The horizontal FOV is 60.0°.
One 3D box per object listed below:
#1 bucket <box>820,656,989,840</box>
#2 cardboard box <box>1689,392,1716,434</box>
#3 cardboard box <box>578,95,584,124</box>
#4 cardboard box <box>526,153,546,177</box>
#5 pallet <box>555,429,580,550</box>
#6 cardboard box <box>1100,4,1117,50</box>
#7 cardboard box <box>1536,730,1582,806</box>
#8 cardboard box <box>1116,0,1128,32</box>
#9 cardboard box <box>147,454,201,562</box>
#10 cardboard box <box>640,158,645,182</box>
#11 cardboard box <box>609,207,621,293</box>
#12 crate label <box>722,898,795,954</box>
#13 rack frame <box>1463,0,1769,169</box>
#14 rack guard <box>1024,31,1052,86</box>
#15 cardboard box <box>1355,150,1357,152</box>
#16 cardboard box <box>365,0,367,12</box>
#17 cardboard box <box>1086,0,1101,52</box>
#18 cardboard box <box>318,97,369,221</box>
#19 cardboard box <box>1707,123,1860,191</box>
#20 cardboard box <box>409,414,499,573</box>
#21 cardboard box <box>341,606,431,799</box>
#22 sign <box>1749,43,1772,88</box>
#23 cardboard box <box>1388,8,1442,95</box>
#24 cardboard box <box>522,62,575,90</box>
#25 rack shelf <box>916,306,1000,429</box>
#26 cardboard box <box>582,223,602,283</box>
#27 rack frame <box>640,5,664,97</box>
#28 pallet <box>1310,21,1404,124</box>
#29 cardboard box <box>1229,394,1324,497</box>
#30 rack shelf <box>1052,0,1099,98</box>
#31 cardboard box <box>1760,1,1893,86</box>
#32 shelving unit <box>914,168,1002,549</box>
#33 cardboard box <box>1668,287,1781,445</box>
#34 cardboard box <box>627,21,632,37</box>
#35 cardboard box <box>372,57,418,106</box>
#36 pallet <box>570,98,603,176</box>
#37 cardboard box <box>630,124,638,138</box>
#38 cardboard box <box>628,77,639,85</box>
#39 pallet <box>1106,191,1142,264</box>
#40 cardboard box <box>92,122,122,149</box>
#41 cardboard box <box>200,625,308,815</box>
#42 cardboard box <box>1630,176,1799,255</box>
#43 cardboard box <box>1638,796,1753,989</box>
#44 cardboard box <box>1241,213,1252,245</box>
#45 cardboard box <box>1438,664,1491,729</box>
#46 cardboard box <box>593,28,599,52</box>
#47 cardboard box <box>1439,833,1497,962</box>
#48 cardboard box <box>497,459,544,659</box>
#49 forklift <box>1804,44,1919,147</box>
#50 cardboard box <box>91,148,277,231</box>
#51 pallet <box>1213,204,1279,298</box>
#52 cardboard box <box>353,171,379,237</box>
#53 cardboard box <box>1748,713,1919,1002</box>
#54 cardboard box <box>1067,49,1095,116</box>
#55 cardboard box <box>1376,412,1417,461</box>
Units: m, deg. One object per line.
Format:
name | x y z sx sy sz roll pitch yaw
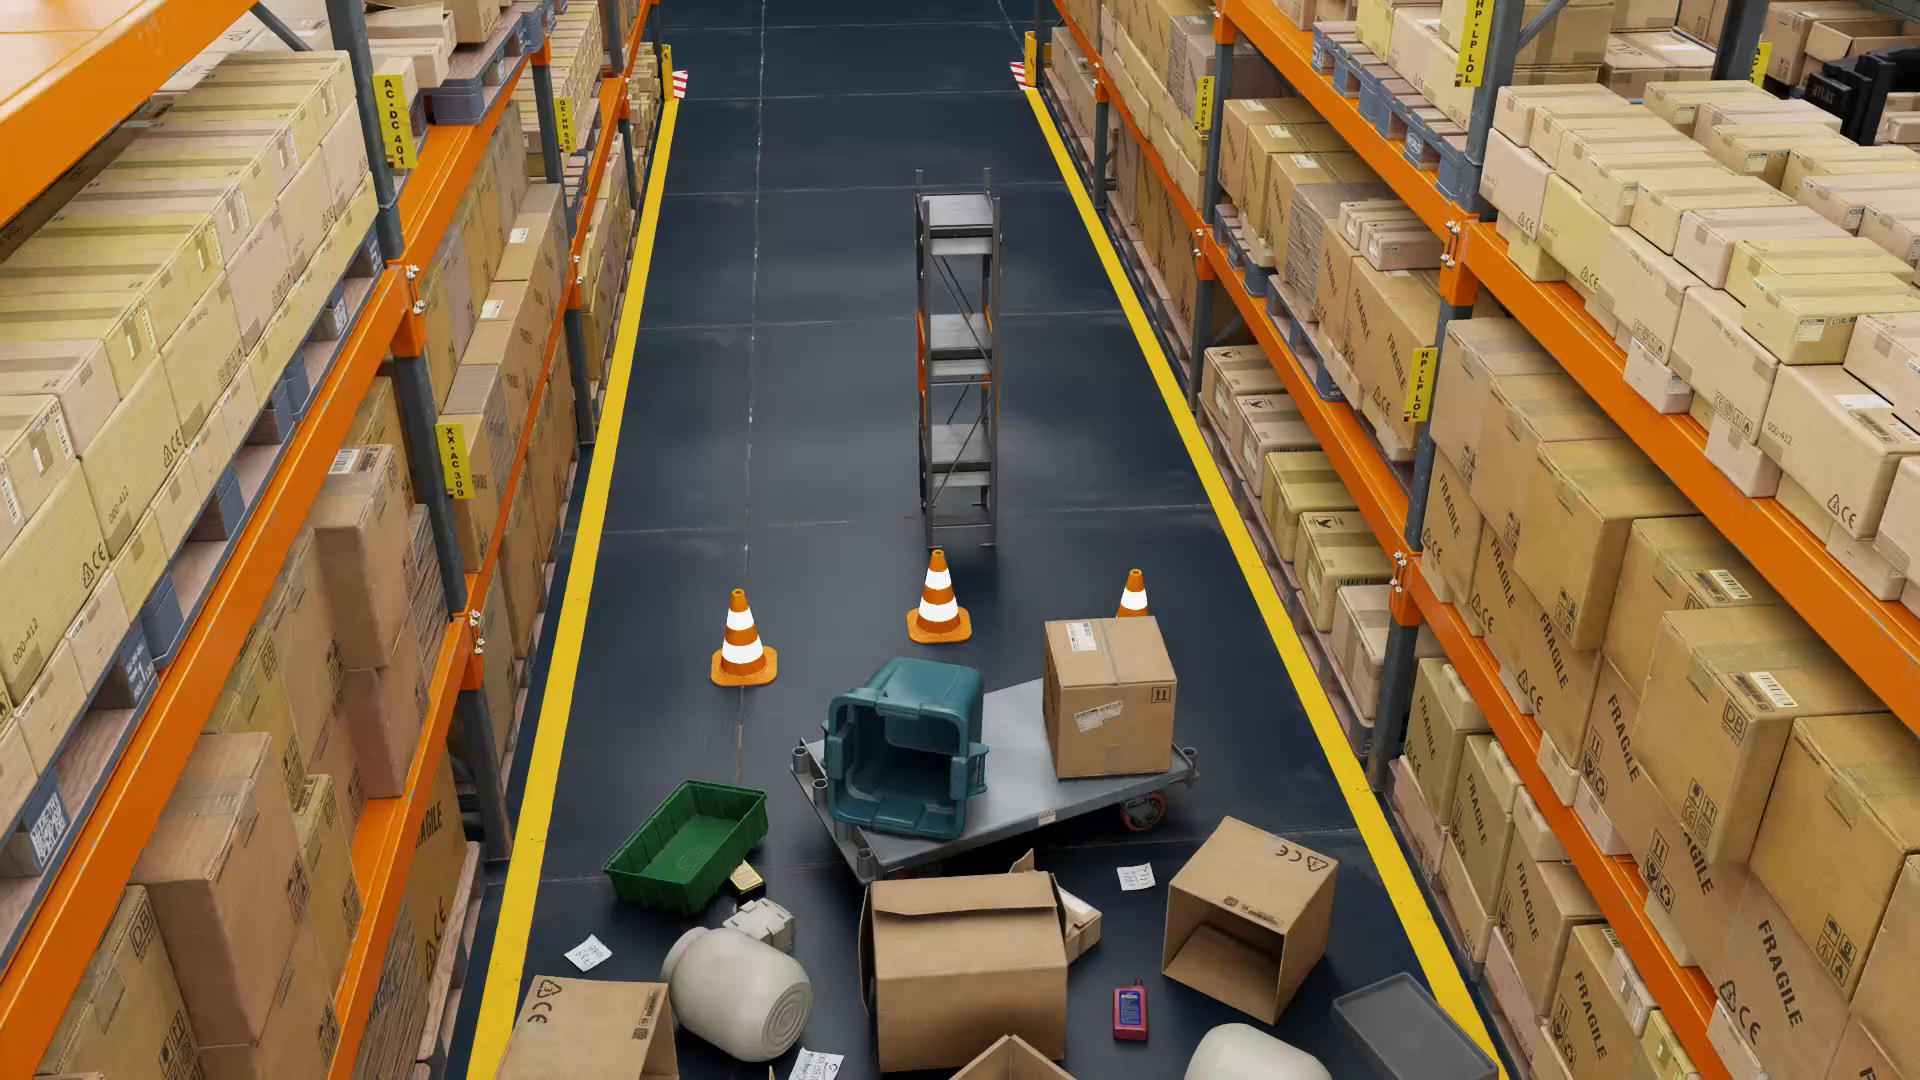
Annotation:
bucket | -0.191 0.842 7.126 0.726 0.611 0.620 8 22 13
cardboard box | 2.348 -0.379 4.779 0.380 0.149 0.250 -3 31 -4
cardboard box | -2.862 -3.032 11.737 0.380 0.149 0.250 -4 31 -6
cardboard box | -2.718 -2.368 10.336 0.380 0.149 0.250 -1 31 -2
pallet | -2.874 -0.309 10.061 1.003 0.211 1.213 -3 31 -5
cardboard box | 1.433 -4.155 13.440 0.500 0.250 0.500 -4 31 -6
cardboard box | 2.240 0.779 5.766 0.380 0.149 0.250 -3 31 -4
cardboard box | 1.503 -4.218 12.815 0.500 0.500 0.500 -3 31 -5
cardboard box | -1.956 -0.065 3.748 0.380 0.149 0.250 -3 31 -5
cardboard box | -2.985 -3.248 14.633 0.380 0.149 0.250 -2 31 -3
cardboard box | -2.835 -2.172 12.489 0.500 0.500 0.500 -3 31 -6
crate label | -0.841 1.624 6.898 0.250 0.136 0.298 27 40 37
rack frame | 2.420 -2.734 5.552 1.000 3.000 0.127 -3 31 -5
rack guard | 1.297 -5.224 18.009 1.175 0.500 0.348 -3 31 -5
cardboard box | 2.425 -2.069 9.493 0.500 0.500 0.500 -3 31 -5
cardboard box | -2.929 -2.487 7.643 0.500 0.311 0.500 -3 31 -5
cardboard box | 1.375 -4.510 14.279 0.500 0.500 0.500 -2 31 -4
cardboard box | -2.197 -1.205 5.267 0.500 0.250 0.500 -3 31 -5
cardboard box | 2.703 -1.263 5.482 0.380 0.149 0.250 -2 31 -3
cardboard box | -2.280 -0.194 7.053 0.500 0.500 0.500 -2 31 -4
cardboard box | -2.379 0.533 5.786 0.875 0.550 0.550 -3 31 -5
sign | 2.960 -1.698 6.239 0.100 0.325 0.005 -3 31 -5
cardboard box | 2.179 -2.112 7.173 0.500 0.250 0.500 -2 31 -4
cardboard box | -2.847 -3.156 11.364 0.380 0.149 0.250 -2 31 -3
rack shelf | -0.015 -0.974 9.361 0.431 0.518 0.480 -3 31 -5
cardboard box | -2.743 -1.964 11.410 0.500 0.250 0.500 -3 31 -5
rack frame | -3.620 -5.996 16.864 1.000 3.000 0.127 -3 31 -5
pallet | 2.368 -2.215 7.792 1.213 0.211 1.003 -3 31 -5
cardboard box | 2.166 -0.588 9.962 0.950 0.372 0.625 -3 31 -6
rack shelf | 1.486 -4.955 15.823 1.077 0.370 4.000 -3 31 -5
cardboard box | 6.558 -3.783 12.652 0.700 0.500 0.500 -3 31 -5
shelving unit | -0.015 -0.986 9.354 0.431 2.100 0.503 -3 31 -5
cardboard box | 2.329 -0.495 4.585 0.500 0.250 0.500 -2 31 -4
cardboard box | -3.100 -4.540 14.670 0.380 0.149 0.250 -2 31 -4
cardboard box | -2.349 -1.814 6.676 0.250 0.149 0.380 -3 31 -5
pallet | -3.098 -2.838 11.764 1.003 0.211 1.213 -3 31 -5
cardboard box | -3.158 -3.766 15.210 0.380 0.149 0.250 -1 31 -2
cardboard box | -3.245 -4.283 15.787 0.380 0.149 0.250 -4 31 -6
pallet | 1.820 -2.655 13.990 1.003 0.211 1.213 -3 31 -5
cardboard box | -2.778 -1.283 5.008 0.380 0.149 0.250 -3 31 -5
cardboard box | -2.361 0.620 4.588 0.875 0.550 0.500 -3 31 -5
cardboard box | 2.265 -0.978 5.005 0.380 0.149 0.250 -4 31 -6
cardboard box | 2.383 0.938 4.868 0.500 0.500 0.500 -3 31 -5
cardboard box | 1.864 -1.810 9.692 0.380 0.149 0.250 -5 31 -8
cardboard box | 2.158 0.622 6.692 0.380 0.149 0.250 -2 31 -4
cardboard box | -2.987 -3.826 12.776 0.380 0.149 0.250 -3 31 -4
cardboard box | 2.267 1.428 6.707 0.500 0.250 0.500 -1 31 -2
cardboard box | -2.733 0.110 8.425 1.050 0.750 0.750 -3 31 -5
forklift | 4.689 -0.805 8.240 1.130 2.935 3.031 -3 31 -4
cardboard box | -2.052 -0.927 4.412 0.380 0.149 0.250 -3 31 -4
pallet | 2.219 -1.760 9.958 1.213 0.211 1.003 -3 31 -5
cardboard box | -2.146 -1.102 5.483 0.380 0.149 0.250 -3 31 -5
cardboard box | 2.489 0.775 4.166 0.700 0.500 0.500 -2 31 -4
cardboard box | 1.554 -4.566 16.559 0.875 0.438 0.875 -2 31 -3
cardboard box | 2.097 -0.480 7.465 0.380 0.149 0.250 -2 31 -4
